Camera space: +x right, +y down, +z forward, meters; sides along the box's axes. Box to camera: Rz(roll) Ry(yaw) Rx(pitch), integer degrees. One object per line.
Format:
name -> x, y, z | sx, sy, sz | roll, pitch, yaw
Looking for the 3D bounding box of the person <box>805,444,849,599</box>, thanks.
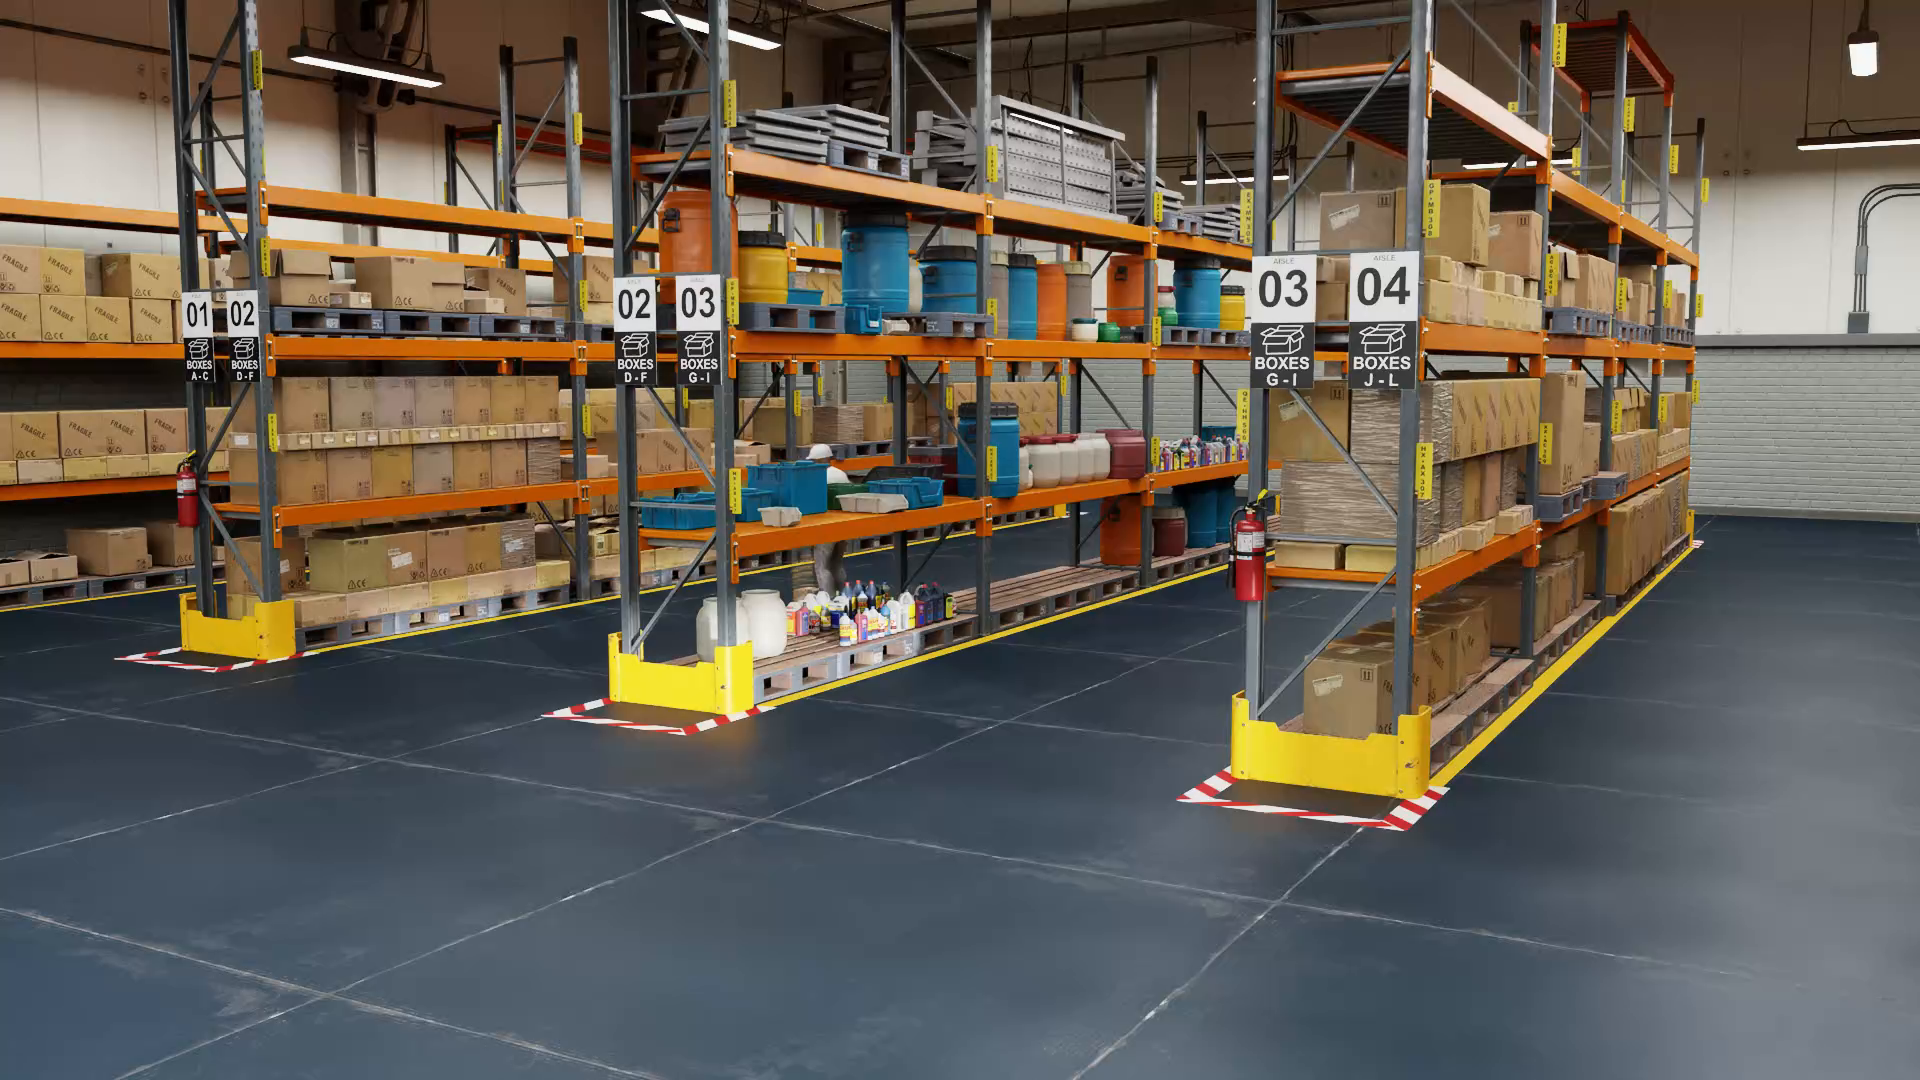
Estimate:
person -> -1.355, -0.105, 17.078 | 0.462, 1.759, 0.633 | 3, 7, 25
